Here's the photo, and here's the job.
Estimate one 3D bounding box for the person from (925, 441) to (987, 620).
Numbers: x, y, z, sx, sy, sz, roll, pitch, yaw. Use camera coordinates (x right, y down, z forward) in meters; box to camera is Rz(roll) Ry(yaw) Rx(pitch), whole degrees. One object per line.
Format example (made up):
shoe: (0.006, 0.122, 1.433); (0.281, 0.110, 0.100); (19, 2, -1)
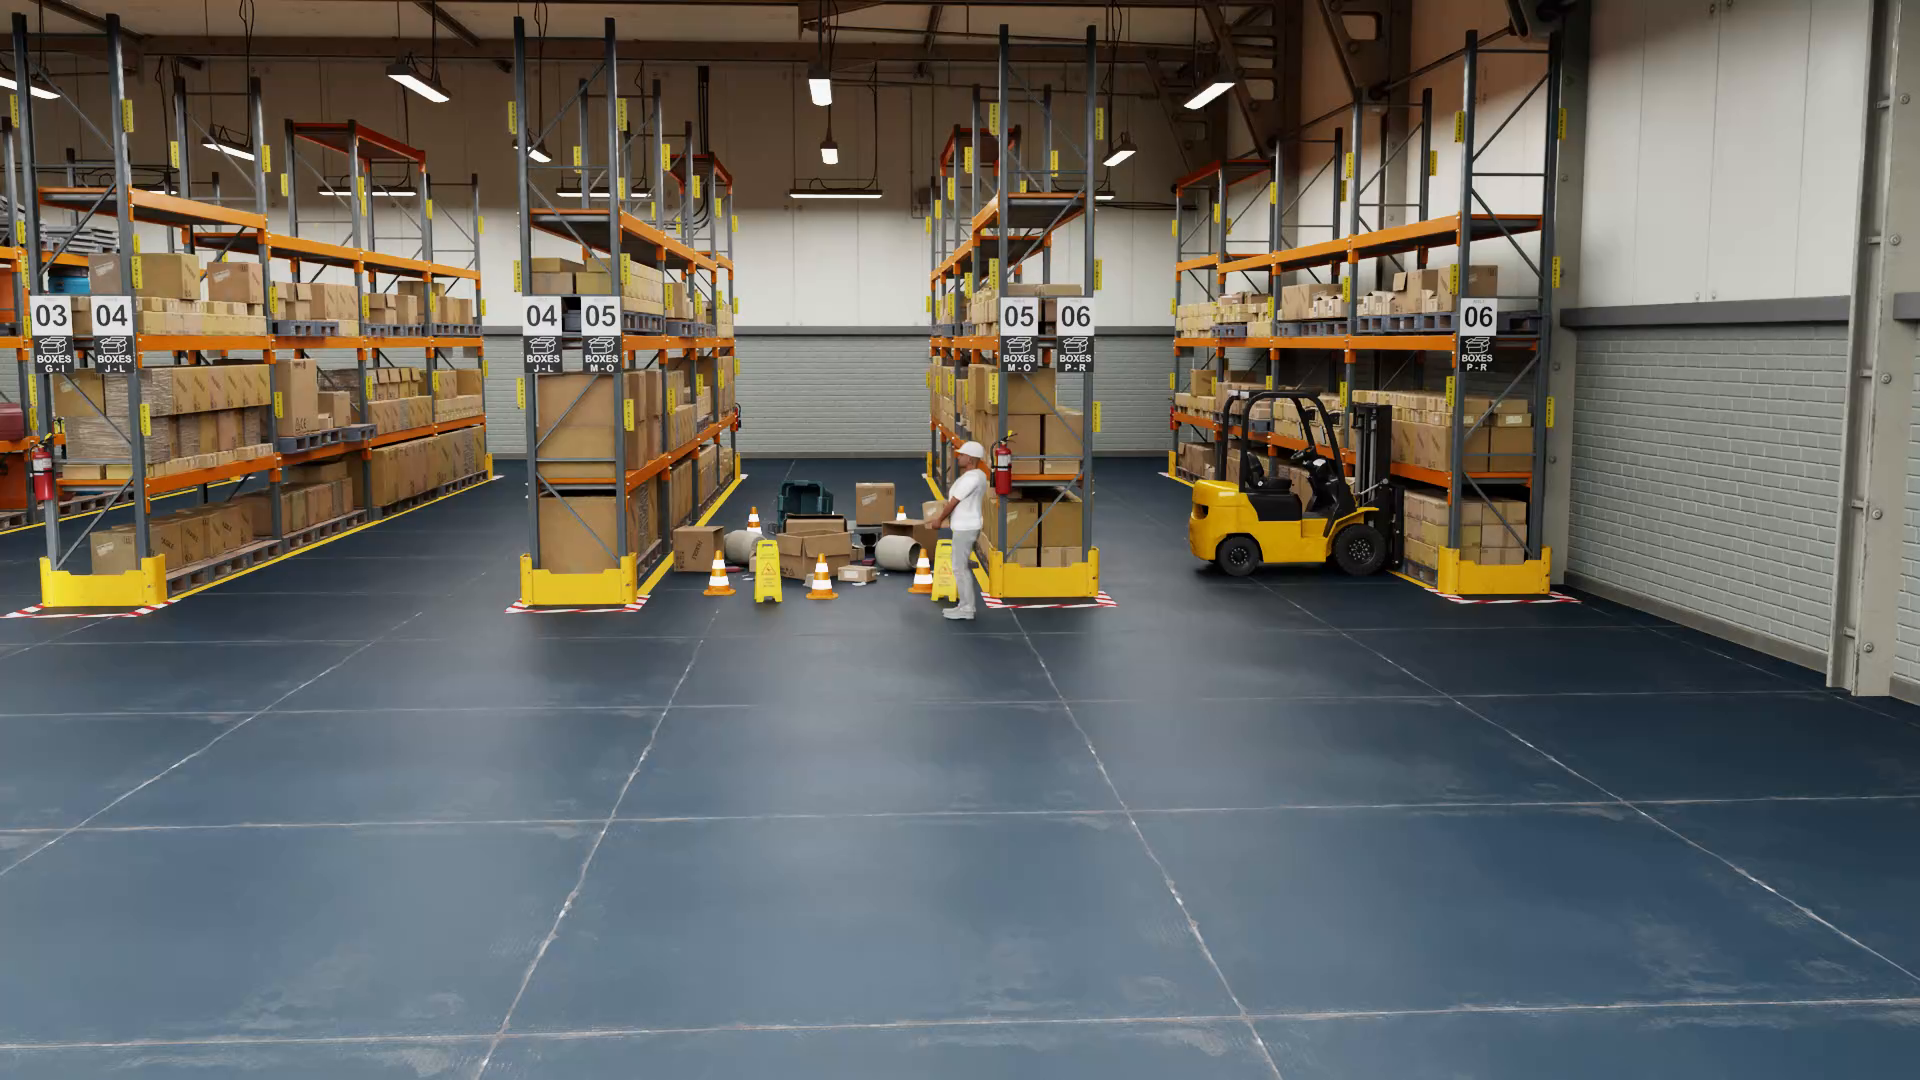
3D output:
person: (-0.040, -0.102, 16.523); (0.587, 1.760, 0.503); (1, 7, 9)
